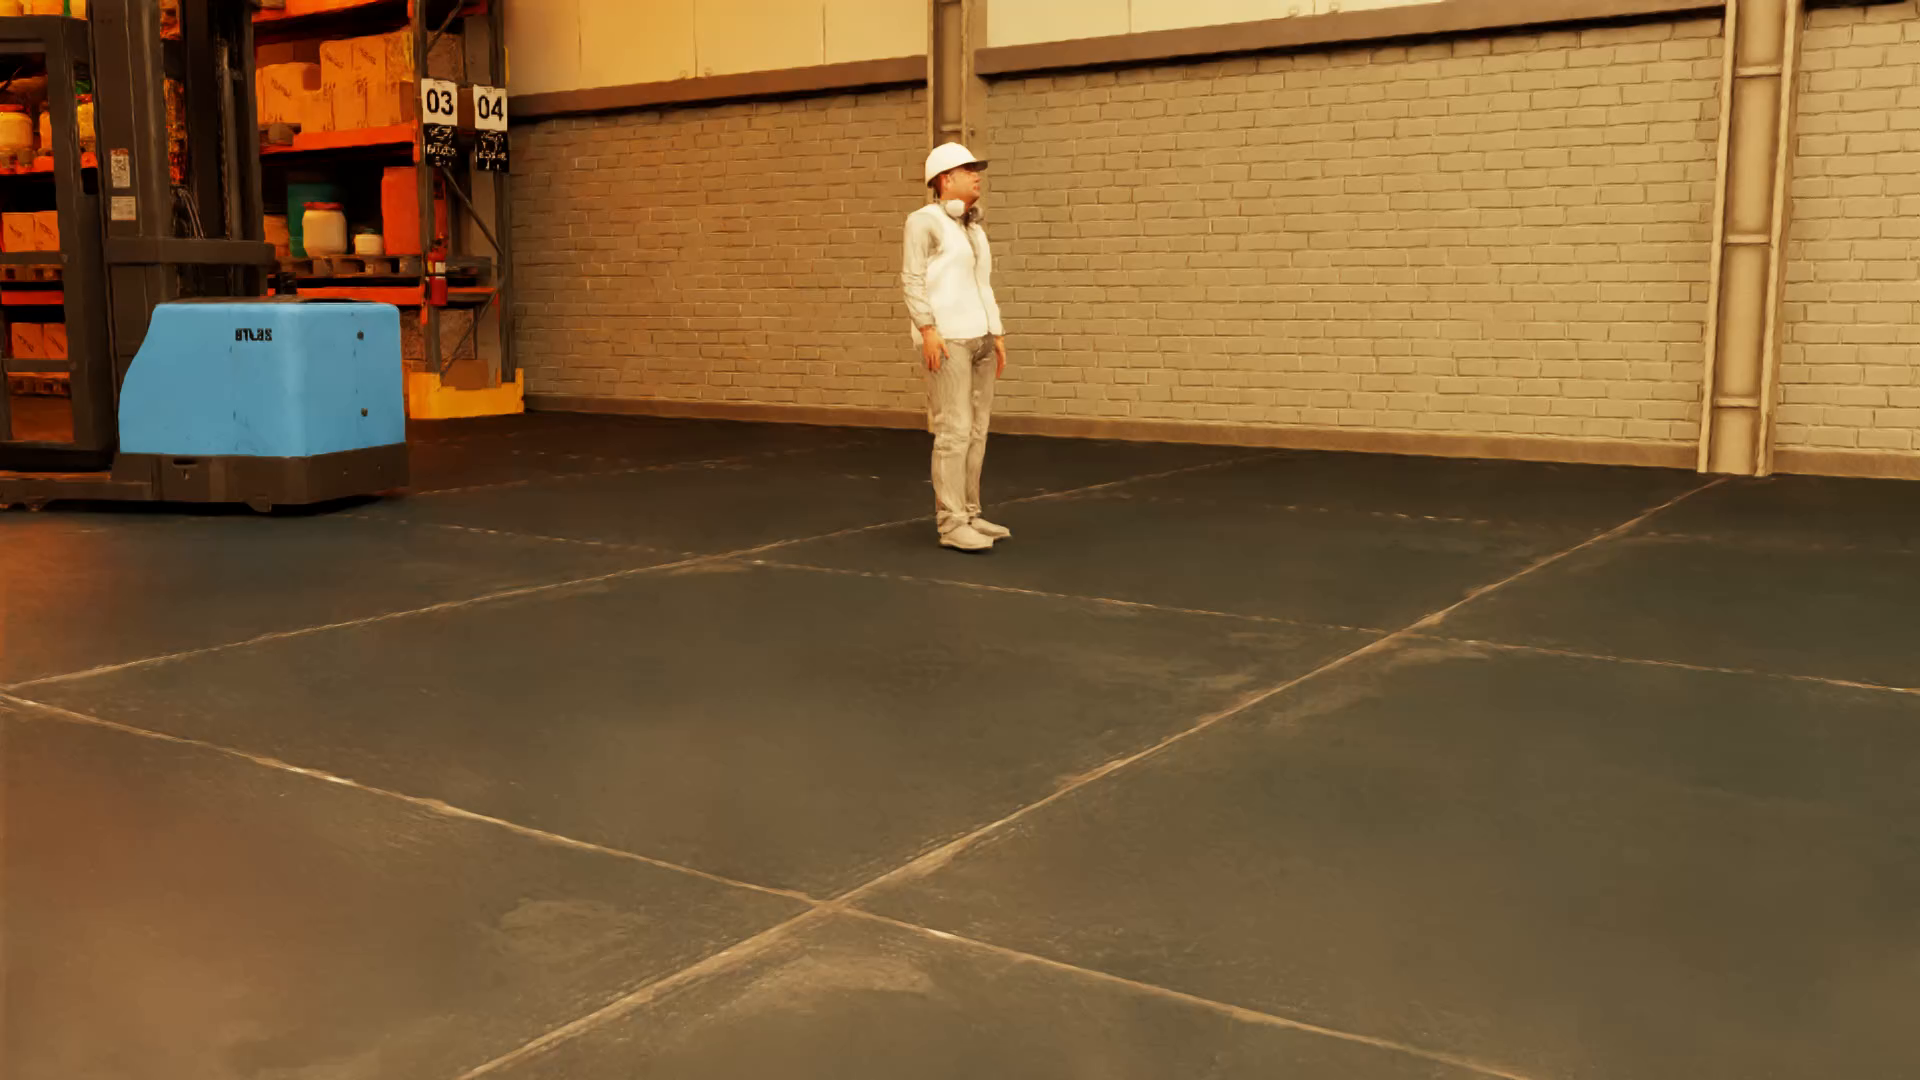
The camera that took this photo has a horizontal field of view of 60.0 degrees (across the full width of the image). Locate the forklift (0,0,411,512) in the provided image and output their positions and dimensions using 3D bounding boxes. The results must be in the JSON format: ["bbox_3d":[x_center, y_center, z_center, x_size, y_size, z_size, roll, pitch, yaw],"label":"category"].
[{"bbox_3d":[-4.636,-1.678,8.992,3.031,2.935,1.130,2,8,14],"label":"forklift"}]

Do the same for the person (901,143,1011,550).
[{"bbox_3d":[0.047,-0.879,7.436,0.567,1.773,0.632,5,10,34],"label":"person"}]
